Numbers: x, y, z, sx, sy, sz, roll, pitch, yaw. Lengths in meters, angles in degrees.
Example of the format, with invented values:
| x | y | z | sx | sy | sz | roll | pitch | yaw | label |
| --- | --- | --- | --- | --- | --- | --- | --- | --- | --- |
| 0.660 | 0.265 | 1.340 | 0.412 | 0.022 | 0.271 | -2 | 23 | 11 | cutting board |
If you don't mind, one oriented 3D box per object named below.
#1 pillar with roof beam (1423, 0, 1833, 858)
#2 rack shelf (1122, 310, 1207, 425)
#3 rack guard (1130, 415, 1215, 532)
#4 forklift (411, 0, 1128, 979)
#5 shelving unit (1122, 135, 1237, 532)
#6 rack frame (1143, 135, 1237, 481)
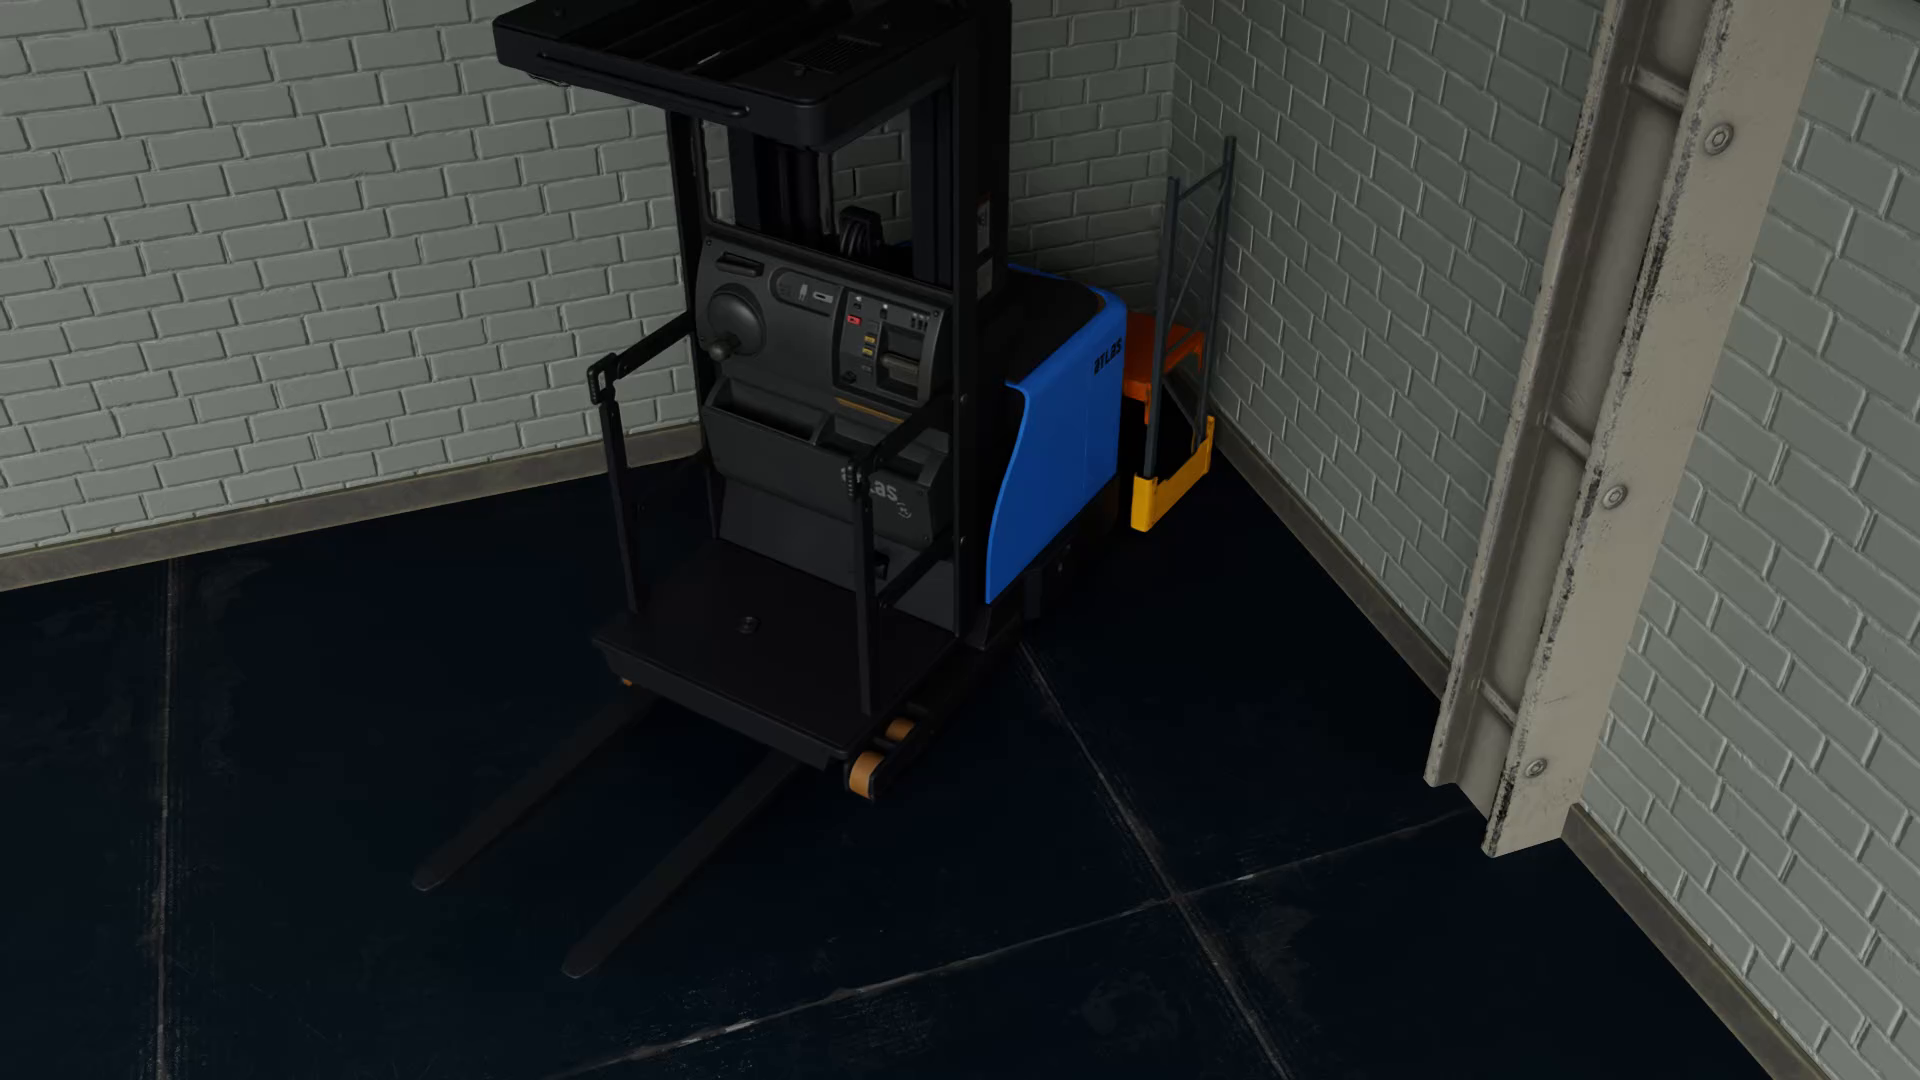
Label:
| x | y | z | sx | sy | sz | roll | pitch | yaw | label |
| --- | --- | --- | --- | --- | --- | --- | --- | --- | --- |
| -2.251 | -1.817 | 1.682 | 9.100 | 9.000 | 0.400 | -12 | 39 | -16 | pillar with roof beam |
| 0.464 | -0.812 | 6.860 | 1.000 | 0.185 | 0.538 | 21 | 41 | 27 | rack shelf |
| 0.884 | -0.284 | 6.889 | 0.087 | 0.250 | 0.587 | 21 | 41 | 27 | rack guard |
| -0.569 | -0.624 | 5.142 | 1.130 | 2.935 | 3.031 | 21 | 42 | 25 | forklift |
| 0.473 | -0.956 | 6.751 | 1.083 | 1.500 | 0.587 | 21 | 41 | 27 | shelving unit |
| 0.887 | -0.793 | 6.526 | 0.032 | 1.500 | 0.500 | 21 | 41 | 27 | rack frame |
